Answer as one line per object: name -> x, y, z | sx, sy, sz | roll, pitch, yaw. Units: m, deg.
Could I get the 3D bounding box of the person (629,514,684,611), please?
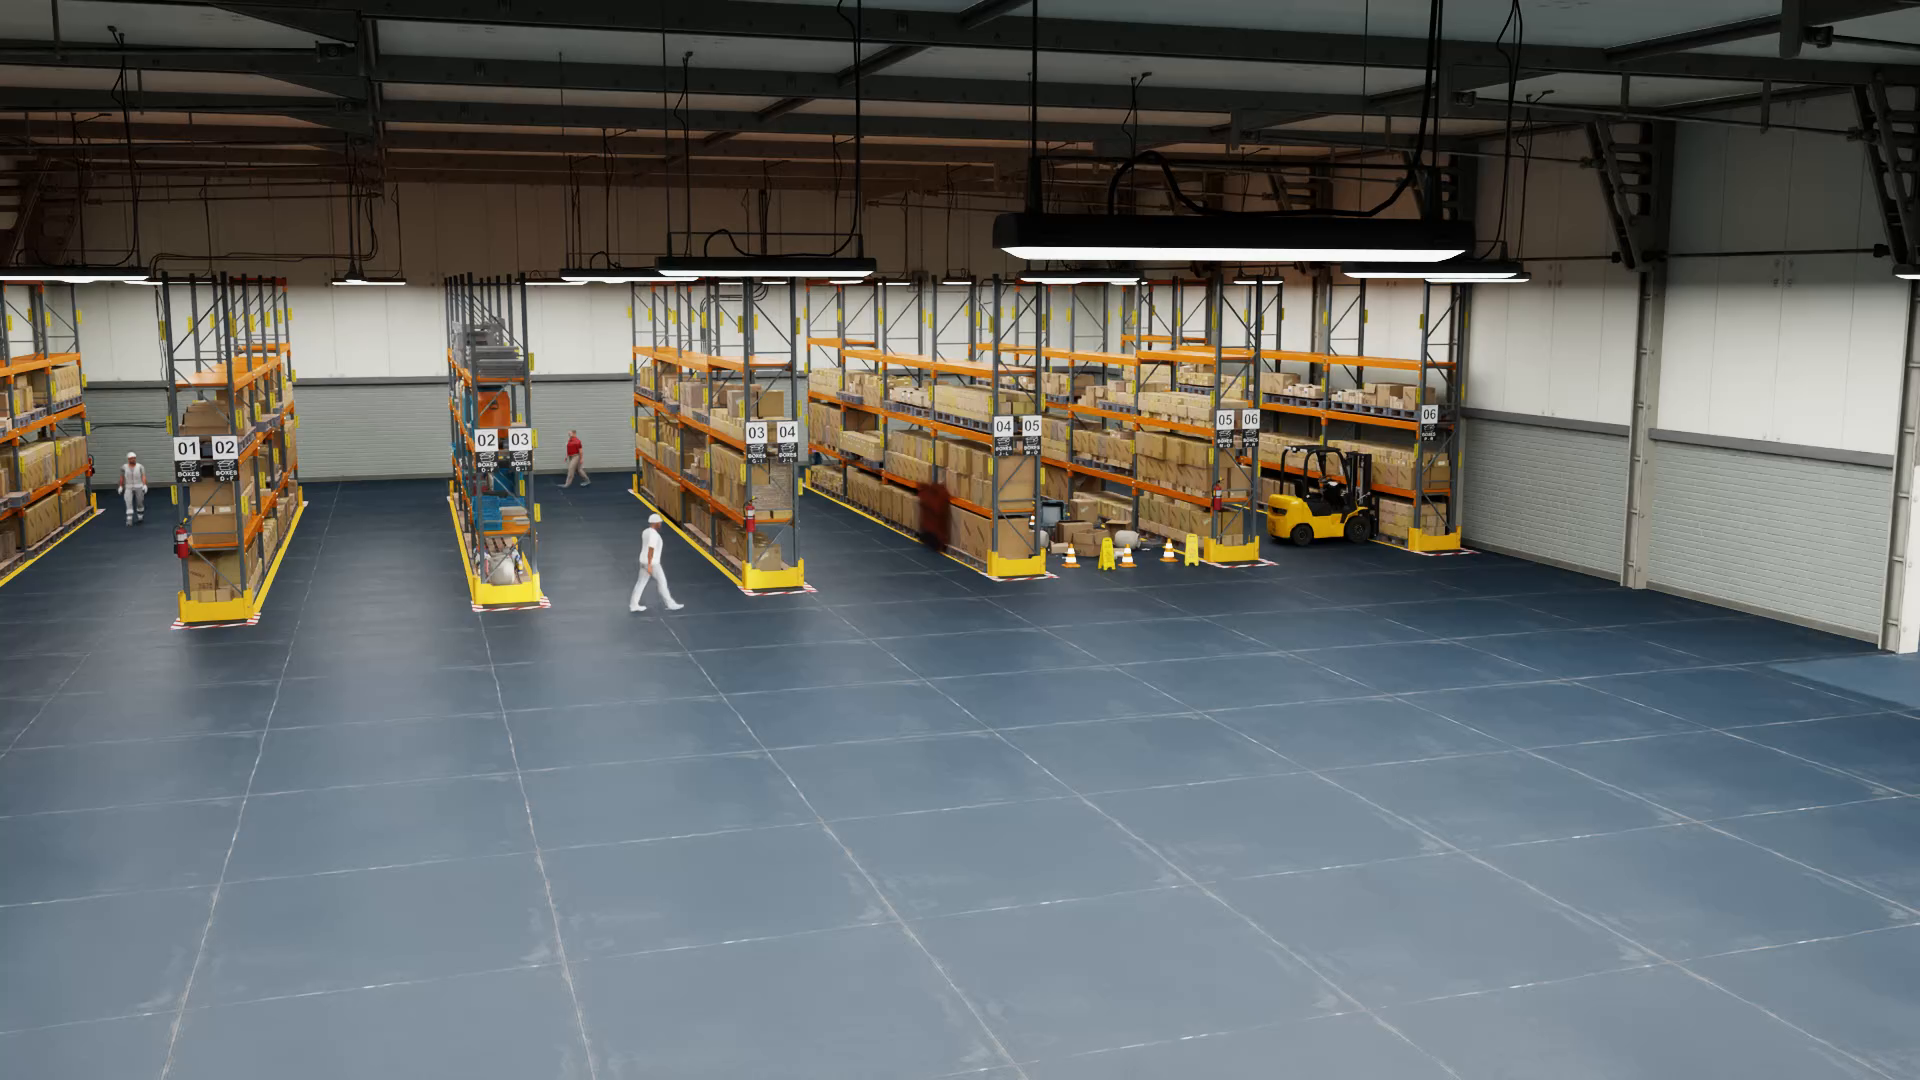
person -> -5.463, 0.391, 29.659 | 0.969, 1.700, 0.619 | -6, 10, -33

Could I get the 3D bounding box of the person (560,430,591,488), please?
person -> -11.150, -2.352, 48.050 | 1.037, 1.690, 0.567 | -7, 11, -39

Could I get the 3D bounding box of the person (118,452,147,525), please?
person -> -20.197, -1.276, 40.569 | 0.680, 1.723, 1.034 | -3, 9, -17

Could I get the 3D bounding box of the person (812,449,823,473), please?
person -> -4.389, -2.646, 50.185 | 0.506, 1.586, 0.423 | 3, 9, 21
